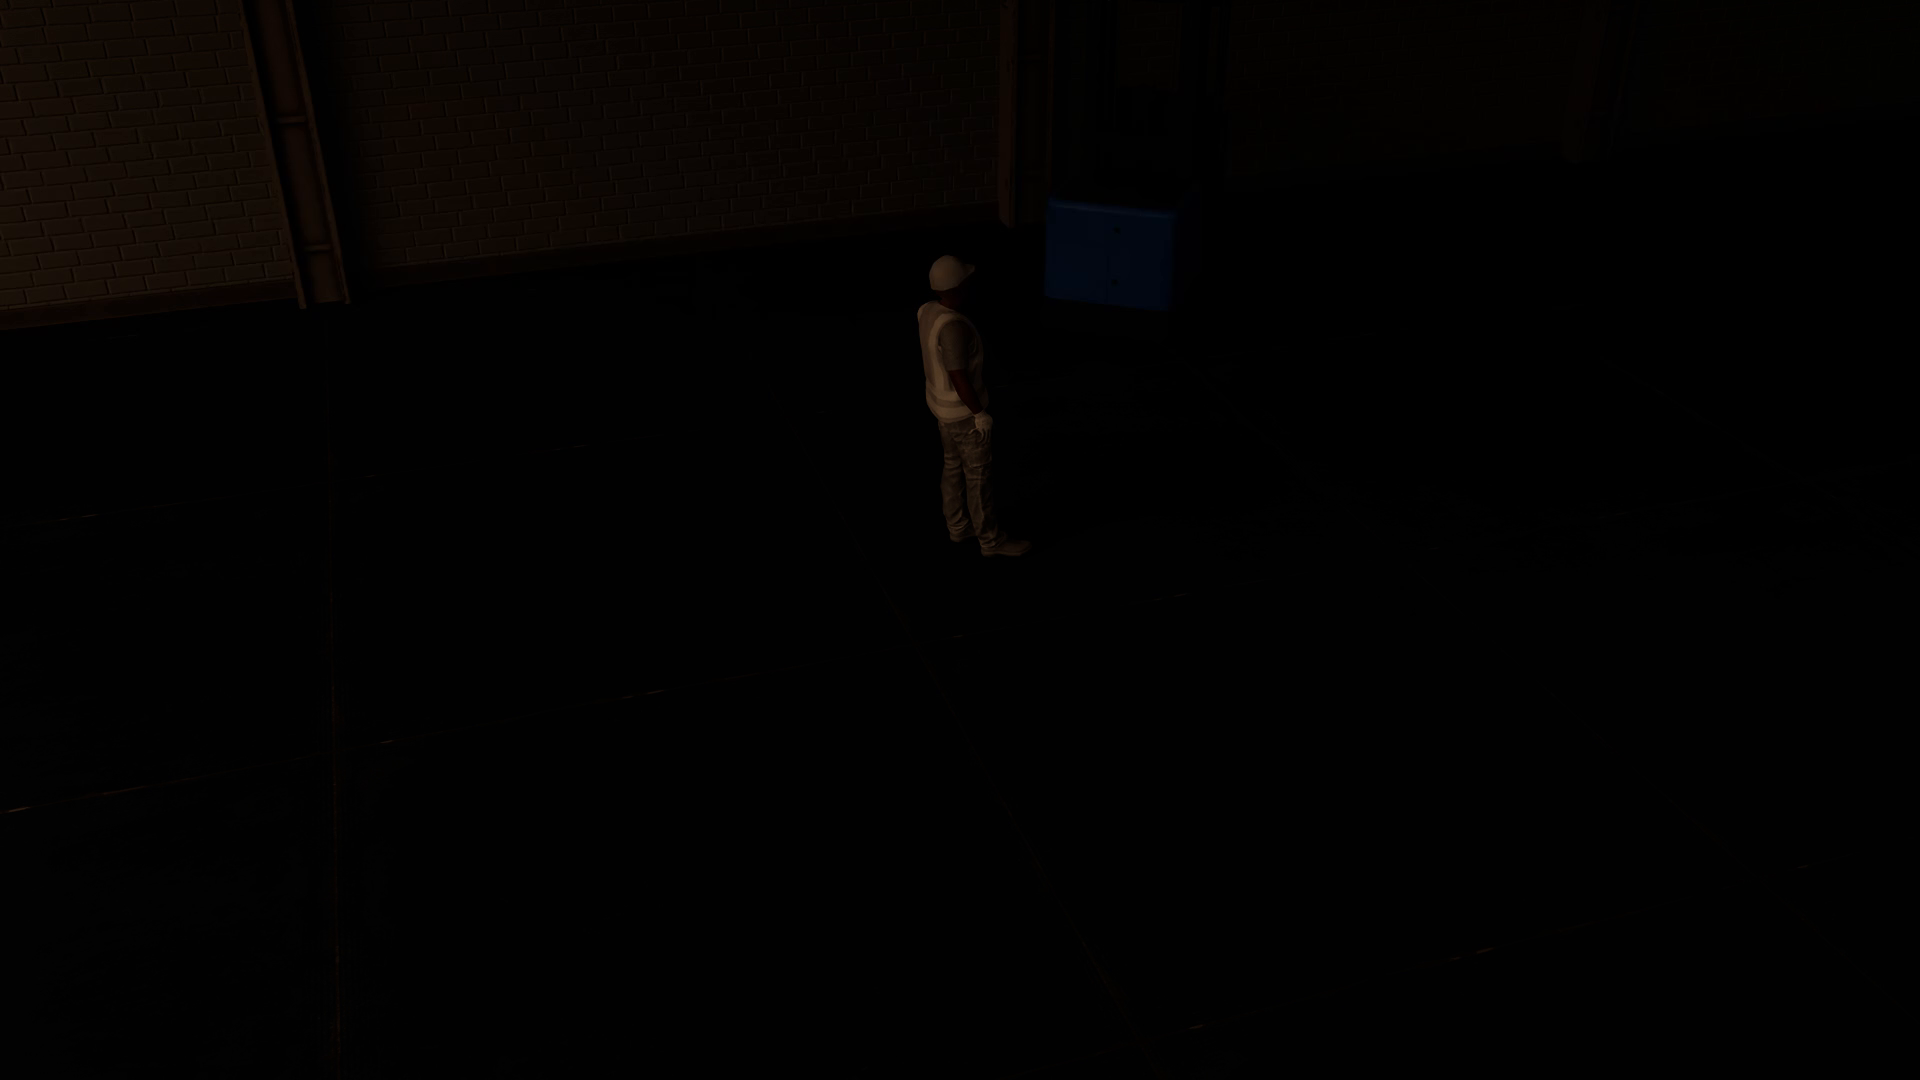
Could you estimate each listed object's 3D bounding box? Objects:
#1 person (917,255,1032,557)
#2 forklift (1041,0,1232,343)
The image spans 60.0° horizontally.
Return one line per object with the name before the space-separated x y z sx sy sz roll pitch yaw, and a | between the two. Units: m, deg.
person | 0.071 -0.787 9.591 0.575 1.785 0.657 -10 31 -16
forklift | 1.578 -3.470 13.118 1.130 2.935 3.031 10 31 16
